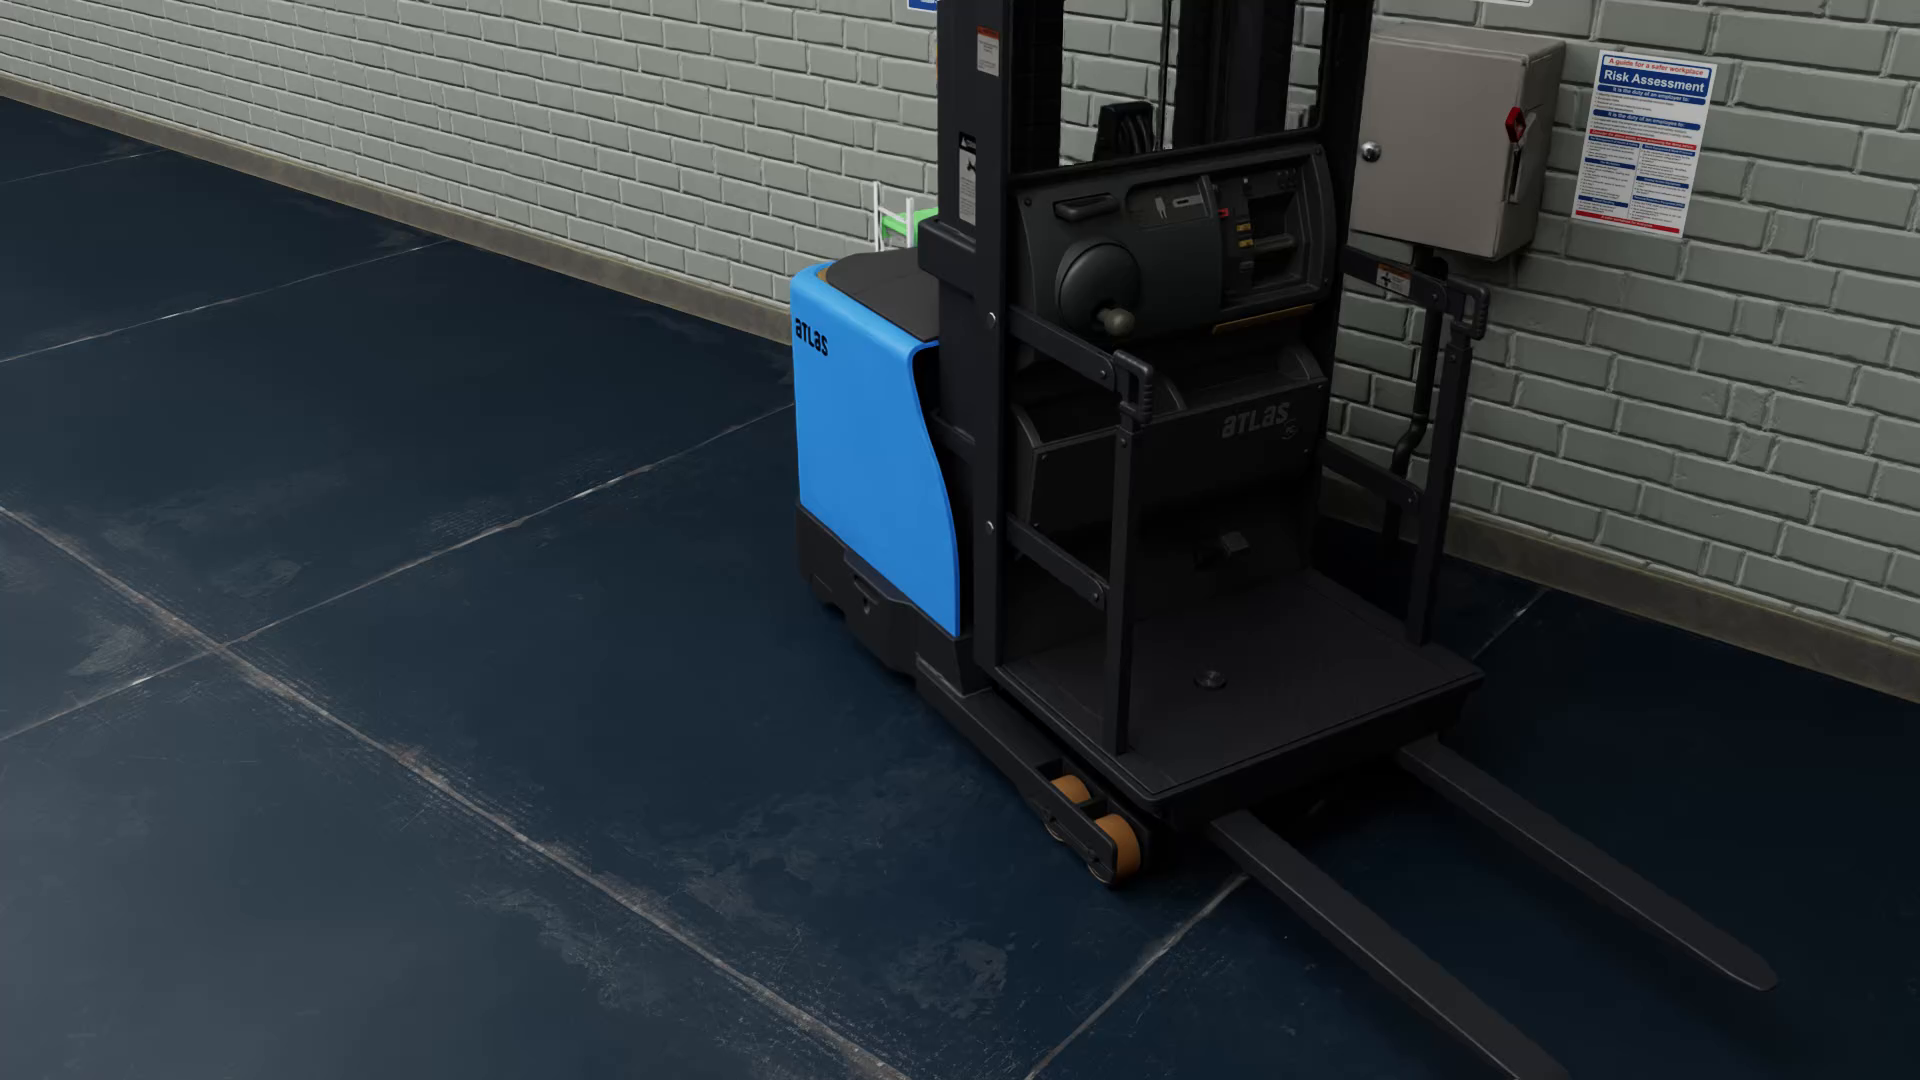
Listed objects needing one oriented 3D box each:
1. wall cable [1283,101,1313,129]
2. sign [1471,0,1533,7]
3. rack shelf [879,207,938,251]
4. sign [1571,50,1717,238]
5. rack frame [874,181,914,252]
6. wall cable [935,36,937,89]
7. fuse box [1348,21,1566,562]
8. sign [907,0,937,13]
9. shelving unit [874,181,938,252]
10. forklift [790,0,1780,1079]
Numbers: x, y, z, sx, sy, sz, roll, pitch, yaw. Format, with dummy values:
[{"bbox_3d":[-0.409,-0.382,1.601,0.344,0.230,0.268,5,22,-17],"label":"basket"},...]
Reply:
[{"bbox_3d":[1.025,-1.961,5.171,0.588,1.984,0.122,21,34,34],"label":"wall cable"},{"bbox_3d":[1.540,-1.711,4.894,0.339,0.242,0.001,21,34,34],"label":"sign"},{"bbox_3d":[-0.003,-1.008,5.486,0.480,0.148,0.258,-15,31,-27],"label":"rack shelf"},{"bbox_3d":[1.964,-1.142,4.796,0.329,0.494,0.001,21,34,34],"label":"sign"},{"bbox_3d":[-0.212,-0.581,5.567,0.015,1.200,0.240,-15,31,-27],"label":"rack frame"},{"bbox_3d":[-0.077,-2.386,5.957,0.585,1.953,0.123,21,34,34],"label":"wall cable"},{"bbox_3d":[1.451,-0.682,5.207,0.539,1.711,0.414,21,34,34],"label":"fuse box"},{"bbox_3d":[-0.075,-2.076,6.205,0.327,0.218,0.001,21,34,34],"label":"sign"},{"bbox_3d":[-0.003,-0.638,5.678,0.503,1.200,0.258,-15,31,-27],"label":"shelving unit"},{"bbox_3d":[0.658,-0.698,3.910,1.130,2.935,3.031,-15,31,-27],"label":"forklift"}]
